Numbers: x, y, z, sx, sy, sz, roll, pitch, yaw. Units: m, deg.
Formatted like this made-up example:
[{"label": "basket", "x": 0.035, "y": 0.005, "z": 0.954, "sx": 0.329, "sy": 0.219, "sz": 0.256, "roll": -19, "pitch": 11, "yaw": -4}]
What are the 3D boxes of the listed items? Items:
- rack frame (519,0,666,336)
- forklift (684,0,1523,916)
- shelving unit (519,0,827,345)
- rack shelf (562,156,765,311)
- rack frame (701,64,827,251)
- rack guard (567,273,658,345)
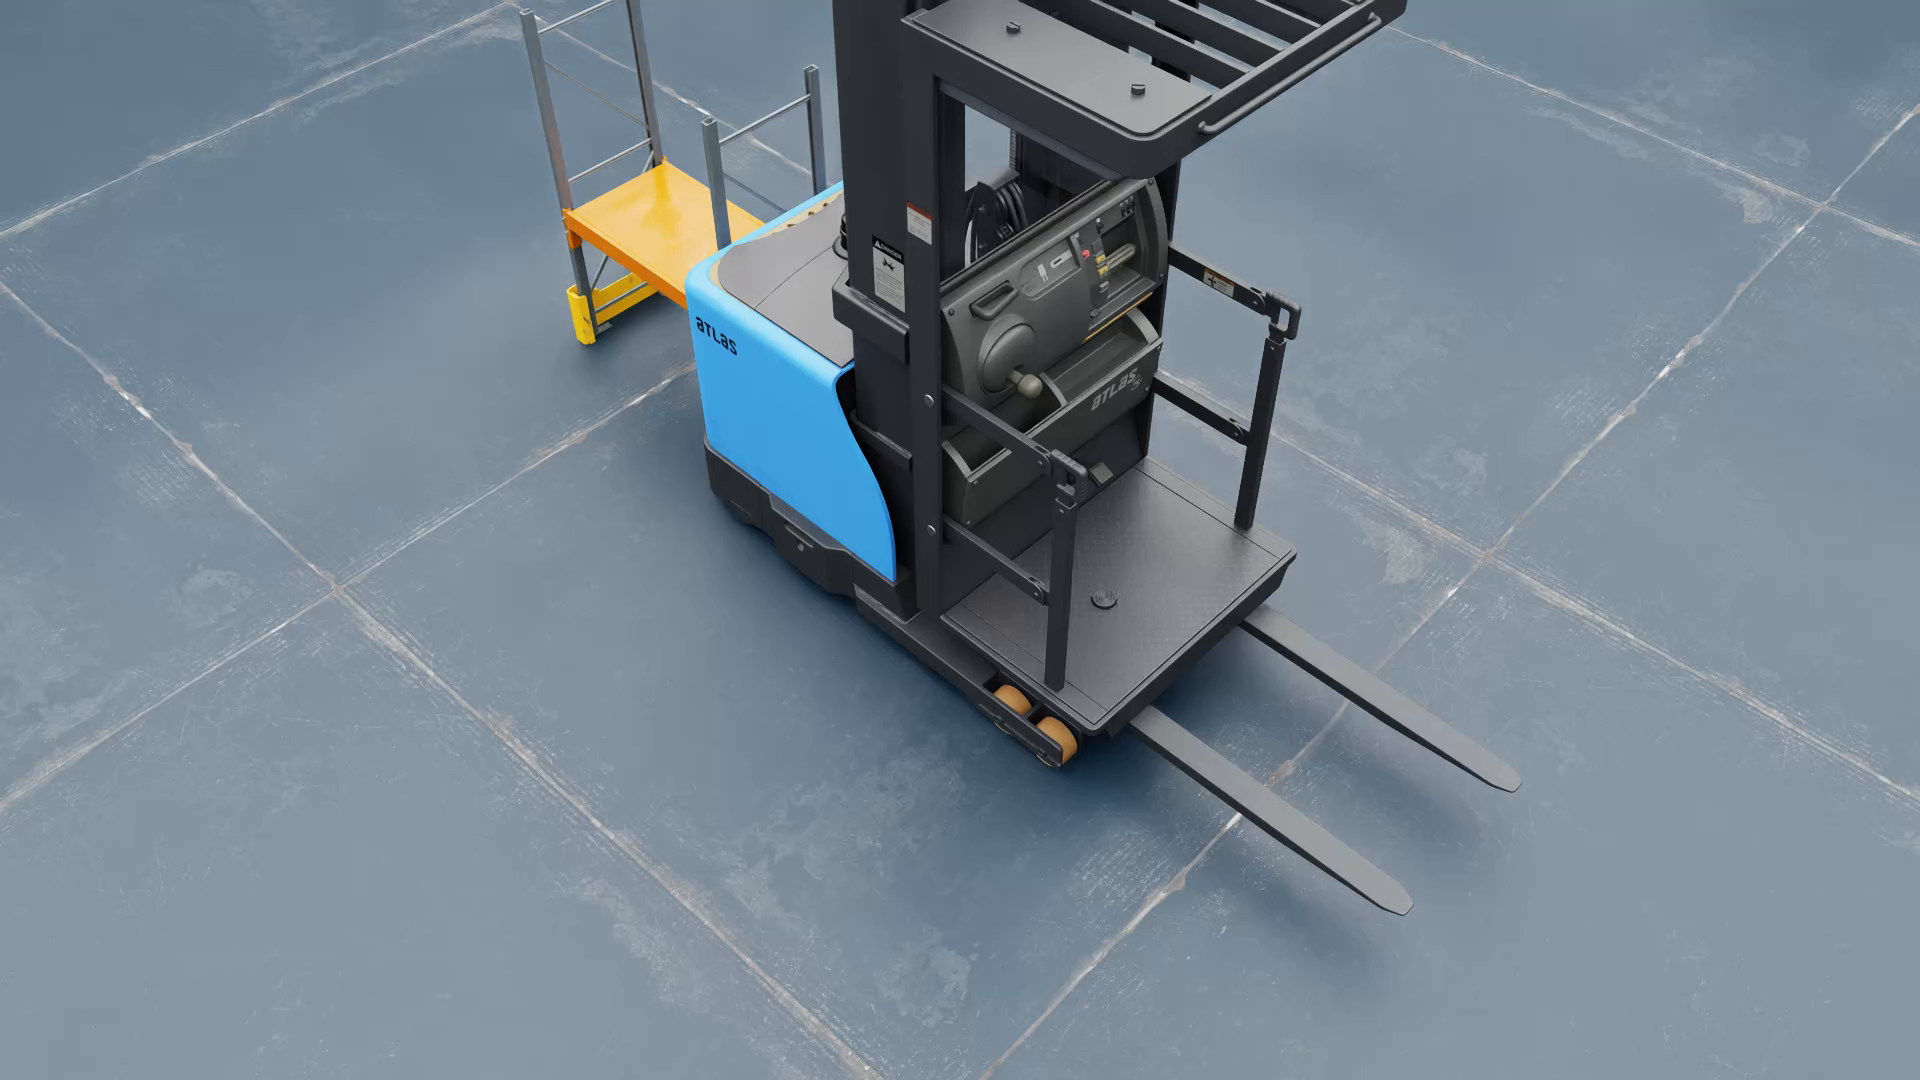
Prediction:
[{"label": "rack frame", "x": -1.400, "y": -1.506, "z": 6.635, "sx": 0.032, "sy": 1.500, "sz": 0.500, "roll": 35, "pitch": 56, "yaw": 28}, {"label": "forklift", "x": 0.453, "y": -0.684, "z": 4.881, "sx": 3.031, "sy": 2.935, "sz": 1.130, "roll": 35, "pitch": 56, "yaw": 28}, {"label": "shelving unit", "x": -1.042, "y": -1.252, "z": 6.397, "sx": 1.083, "sy": 1.500, "sz": 0.587, "roll": 35, "pitch": 56, "yaw": 28}, {"label": "rack shelf", "x": -1.036, "y": -1.125, "z": 6.524, "sx": 1.000, "sy": 0.185, "sz": 0.538, "roll": 35, "pitch": 56, "yaw": 28}, {"label": "rack frame", "x": -0.671, "y": -0.989, "z": 6.150, "sx": 0.032, "sy": 1.500, "sz": 0.500, "roll": 35, "pitch": 56, "yaw": 28}, {"label": "rack guard", "x": -1.399, "y": -1.077, "z": 7.090, "sx": 0.087, "sy": 0.250, "sz": 0.587, "roll": 35, "pitch": 56, "yaw": 28}]
